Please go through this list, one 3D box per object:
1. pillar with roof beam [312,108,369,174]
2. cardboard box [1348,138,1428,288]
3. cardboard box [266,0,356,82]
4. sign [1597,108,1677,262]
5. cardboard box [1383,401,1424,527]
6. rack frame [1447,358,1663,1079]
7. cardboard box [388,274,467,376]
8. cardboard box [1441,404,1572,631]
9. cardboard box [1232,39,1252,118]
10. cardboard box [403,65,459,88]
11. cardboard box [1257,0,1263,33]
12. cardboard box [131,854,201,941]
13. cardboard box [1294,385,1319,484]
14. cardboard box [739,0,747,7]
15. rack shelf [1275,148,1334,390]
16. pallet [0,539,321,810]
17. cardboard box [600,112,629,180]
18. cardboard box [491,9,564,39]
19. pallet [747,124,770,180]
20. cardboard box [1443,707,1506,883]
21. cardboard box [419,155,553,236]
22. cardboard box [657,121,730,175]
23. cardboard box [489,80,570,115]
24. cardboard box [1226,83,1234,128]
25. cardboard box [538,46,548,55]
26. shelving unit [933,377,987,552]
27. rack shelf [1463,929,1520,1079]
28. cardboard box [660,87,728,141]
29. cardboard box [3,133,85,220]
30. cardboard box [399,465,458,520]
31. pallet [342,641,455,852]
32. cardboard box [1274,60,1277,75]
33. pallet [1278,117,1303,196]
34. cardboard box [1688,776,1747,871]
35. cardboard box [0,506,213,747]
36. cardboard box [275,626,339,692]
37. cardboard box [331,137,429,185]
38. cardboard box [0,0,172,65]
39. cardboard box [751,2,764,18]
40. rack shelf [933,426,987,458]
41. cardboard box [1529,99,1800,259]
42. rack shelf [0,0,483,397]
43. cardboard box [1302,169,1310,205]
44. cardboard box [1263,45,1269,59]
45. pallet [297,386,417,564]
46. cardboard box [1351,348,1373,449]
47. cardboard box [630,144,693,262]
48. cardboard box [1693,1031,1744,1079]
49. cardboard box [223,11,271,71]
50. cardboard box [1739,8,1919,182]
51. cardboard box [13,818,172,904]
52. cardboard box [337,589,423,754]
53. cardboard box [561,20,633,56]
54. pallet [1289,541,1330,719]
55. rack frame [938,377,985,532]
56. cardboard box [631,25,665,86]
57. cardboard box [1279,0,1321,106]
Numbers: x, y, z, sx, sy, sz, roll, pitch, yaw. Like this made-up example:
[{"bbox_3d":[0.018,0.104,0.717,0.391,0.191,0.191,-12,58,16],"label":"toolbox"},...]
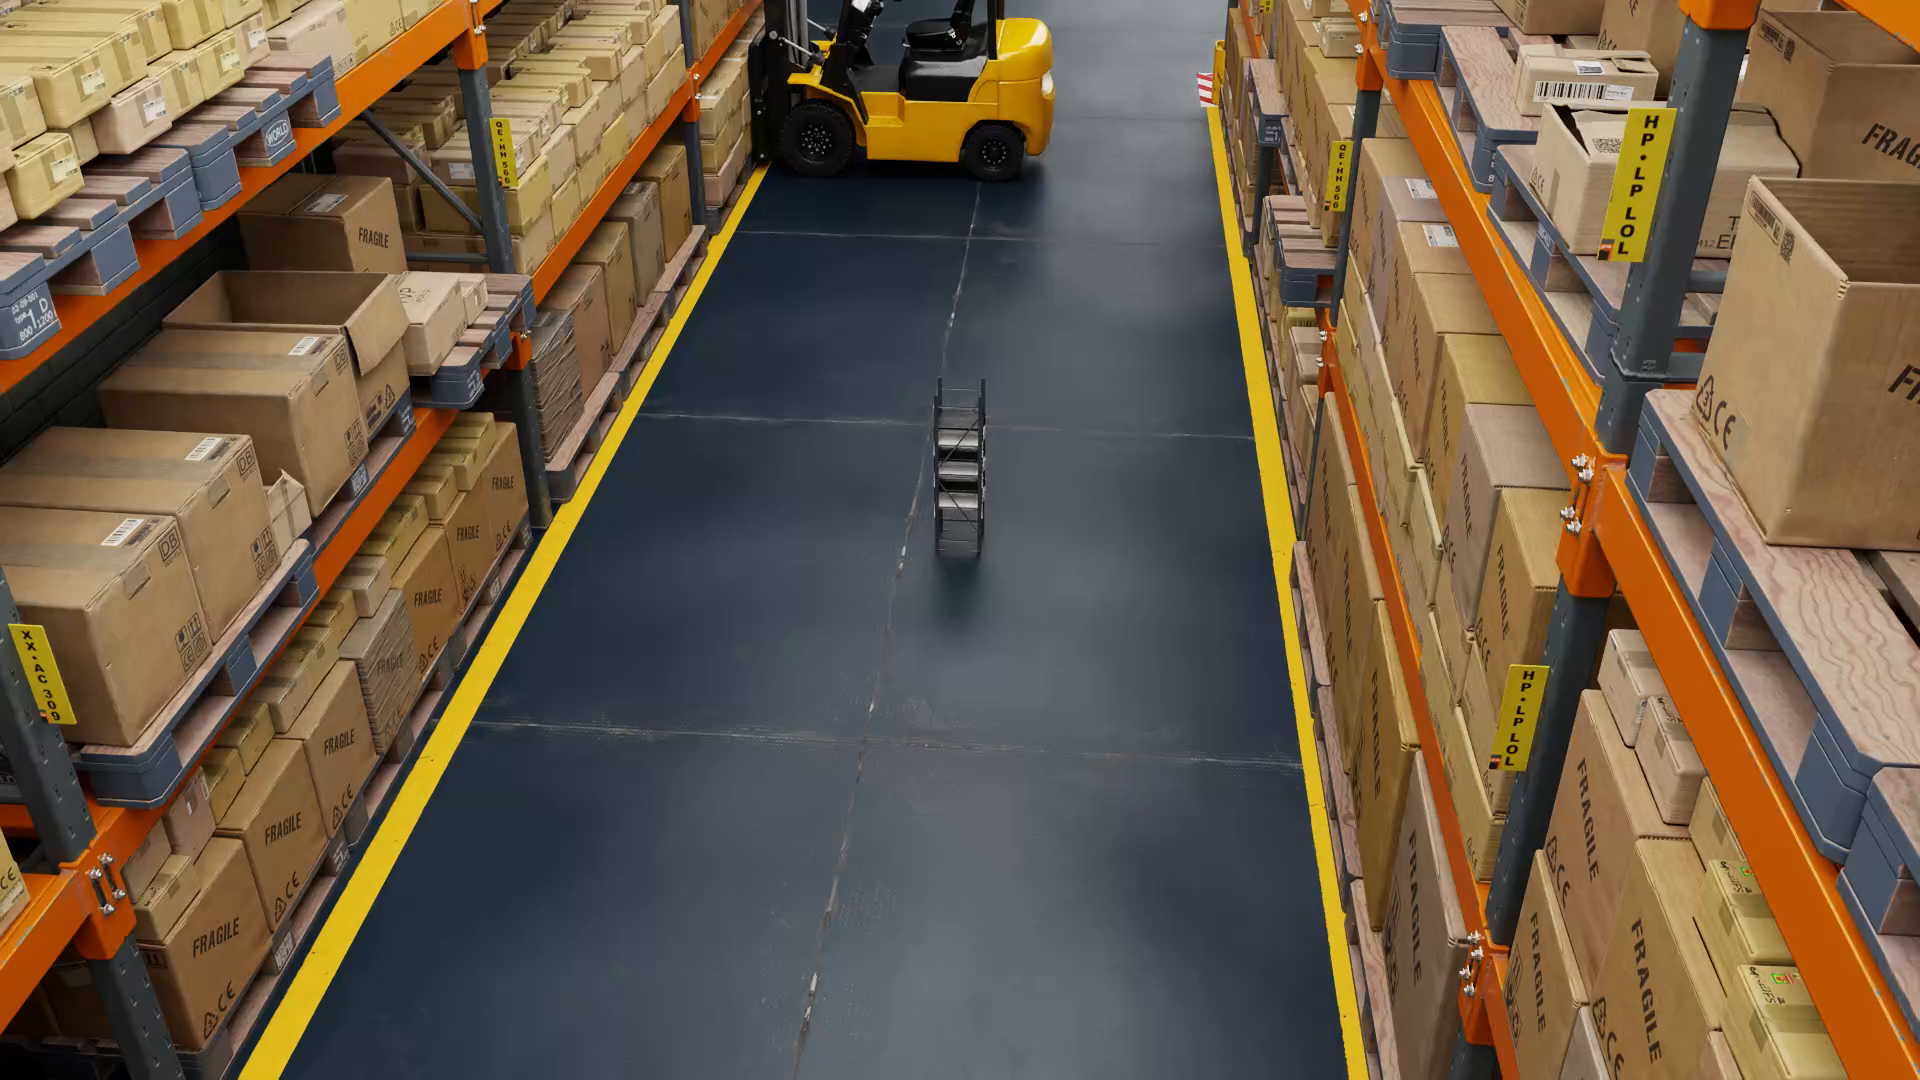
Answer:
[{"bbox_3d":[0.811,-4.469,7.424,9.100,9.000,0.400,2,32,4],"label":"pillar with roof beam"},{"bbox_3d":[1.976,-1.389,7.097,0.500,0.500,0.500,1,32,2],"label":"cardboard box"},{"bbox_3d":[-2.568,-1.789,6.077,0.500,0.250,0.500,2,32,4],"label":"cardboard box"},{"bbox_3d":[1.393,-0.726,3.417,0.100,0.325,0.005,2,32,4],"label":"sign"},{"bbox_3d":[1.822,-0.268,5.993,0.500,0.250,0.500,3,32,5],"label":"cardboard box"},{"bbox_3d":[1.934,0.923,4.393,1.000,3.000,0.127,2,32,4],"label":"rack frame"},{"bbox_3d":[-2.451,-0.928,7.140,0.500,0.250,0.500,1,32,2],"label":"cardboard box"},{"bbox_3d":[1.755,-0.060,4.941,0.500,0.500,0.500,3,32,5],"label":"cardboard box"},{"bbox_3d":[2.481,-3.721,13.435,0.500,0.500,0.500,3,32,5],"label":"cardboard box"},{"bbox_3d":[-2.885,-2.549,9.314,0.380,0.149,0.250,2,32,3],"label":"cardboard box"},{"bbox_3d":[2.409,-3.942,11.908,0.500,0.500,0.500,3,32,6],"label":"cardboard box"},{"bbox_3d":[-2.719,1.146,5.395,0.380,0.149,0.250,4,32,6],"label":"cardboard box"},{"bbox_3d":[2.316,-0.524,8.845,0.950,0.372,0.625,0,32,1],"label":"cardboard box"},{"bbox_3d":[-1.937,-4.534,13.152,0.500,0.500,0.500,3,32,4],"label":"cardboard box"},{"bbox_3d":[2.423,-1.908,9.673,1.077,0.370,4.000,2,32,4],"label":"rack shelf"},{"bbox_3d":[-2.839,0.381,5.455,1.003,0.211,1.213,2,32,4],"label":"pallet"},{"bbox_3d":[-2.283,-2.340,9.831,0.500,0.250,0.500,3,32,6],"label":"cardboard box"},{"bbox_3d":[-2.700,-3.211,10.388,0.380,0.149,0.250,2,32,4],"label":"cardboard box"},{"bbox_3d":[-2.159,-3.337,13.963,1.003,0.211,1.213,2,32,4],"label":"pallet"},{"bbox_3d":[1.720,0.742,4.831,0.500,0.250,0.500,2,32,3],"label":"cardboard box"},{"bbox_3d":[-2.383,-1.748,8.394,0.500,0.250,0.500,2,32,4],"label":"cardboard box"},{"bbox_3d":[-2.015,-2.931,12.391,0.500,0.250,0.500,2,32,4],"label":"cardboard box"},{"bbox_3d":[-2.353,-2.396,9.066,0.380,0.149,0.250,3,32,5],"label":"cardboard box"},{"bbox_3d":[2.521,-3.683,14.088,0.500,0.250,0.500,4,32,6],"label":"cardboard box"},{"bbox_3d":[-2.763,-2.835,10.157,0.500,0.250,0.500,2,32,3],"label":"cardboard box"},{"bbox_3d":[-0.001,-0.379,8.507,0.258,0.900,0.210,2,32,4],"label":"shelving unit"},{"bbox_3d":[1.772,2.275,2.885,1.077,0.370,4.000,2,32,4],"label":"rack shelf"},{"bbox_3d":[-2.010,-3.144,12.260,0.500,0.250,0.500,2,32,3],"label":"cardboard box"},{"bbox_3d":[-2.537,-0.952,4.320,0.380,0.149,0.250,3,32,5],"label":"cardboard box"},{"bbox_3d":[-2.532,-0.221,7.613,0.380,0.149,0.250,1,32,2],"label":"cardboard box"},{"bbox_3d":[-2.888,0.833,7.196,1.003,0.211,1.213,2,32,4],"label":"pallet"},{"bbox_3d":[2.226,-3.057,10.690,0.380,0.149,0.250,3,32,5],"label":"cardboard box"},{"bbox_3d":[2.380,-2.124,9.520,1.003,0.211,1.213,2,32,4],"label":"pallet"},{"bbox_3d":[1.666,0.603,3.246,0.380,0.149,0.250,2,32,3],"label":"cardboard box"},{"bbox_3d":[-2.751,0.248,4.993,0.700,0.500,0.500,3,32,5],"label":"cardboard box"},{"bbox_3d":[-2.675,0.461,6.508,0.380,0.149,0.250,4,32,6],"label":"cardboard box"},{"bbox_3d":[-2.863,-1.876,8.222,0.380,0.149,0.250,3,32,6],"label":"cardboard box"},{"bbox_3d":[-2.581,-1.488,4.906,0.380,0.149,0.250,3,32,5],"label":"cardboard box"},{"bbox_3d":[-1.799,-4.474,14.419,0.500,0.250,0.500,3,32,5],"label":"cardboard box"},{"bbox_3d":[-0.001,-0.504,8.430,0.258,0.077,0.200,2,32,4],"label":"rack shelf"},{"bbox_3d":[1.797,-0.965,4.282,0.500,0.311,0.500,2,32,4],"label":"cardboard box"},{"bbox_3d":[-2.850,-1.304,5.833,1.077,0.370,4.000,2,32,4],"label":"rack shelf"},{"bbox_3d":[2.006,-1.830,8.700,0.380,0.149,0.250,1,32,2],"label":"cardboard box"},{"bbox_3d":[2.308,-3.334,11.541,0.380,0.149,0.250,2,32,3],"label":"cardboard box"},{"bbox_3d":[-2.841,-0.280,6.528,1.003,0.211,1.213,2,32,4],"label":"pallet"},{"bbox_3d":[1.945,-0.590,6.992,0.500,0.250,0.500,2,32,3],"label":"cardboard box"},{"bbox_3d":[-2.393,-2.365,11.591,0.875,0.625,0.625,4,32,6],"label":"cardboard box"},{"bbox_3d":[1.554,1.225,2.855,0.500,0.500,0.500,3,32,5],"label":"cardboard box"},{"bbox_3d":[-2.493,-1.623,5.409,0.380,0.149,0.250,3,32,5],"label":"cardboard box"},{"bbox_3d":[2.295,-1.024,4.198,0.500,0.500,0.500,2,32,3],"label":"cardboard box"},{"bbox_3d":[-2.779,1.017,5.322,0.380,0.149,0.250,2,32,3],"label":"cardboard box"},{"bbox_3d":[-2.623,0.544,6.990,0.500,0.500,0.500,1,32,2],"label":"cardboard box"},{"bbox_3d":[-2.217,-3.062,10.146,0.380,0.149,0.250,2,32,3],"label":"cardboard box"},{"bbox_3d":[2.121,0.428,7.855,1.003,0.211,1.213,2,32,4],"label":"pallet"},{"bbox_3d":[0.008,-0.432,8.593,0.240,0.900,0.006,2,32,4],"label":"rack frame"},{"bbox_3d":[-2.182,-3.082,10.559,0.500,0.250,0.500,2,32,3],"label":"cardboard box"},{"bbox_3d":[2.168,-2.855,9.745,0.500,0.500,0.500,2,32,4],"label":"cardboard box"}]
